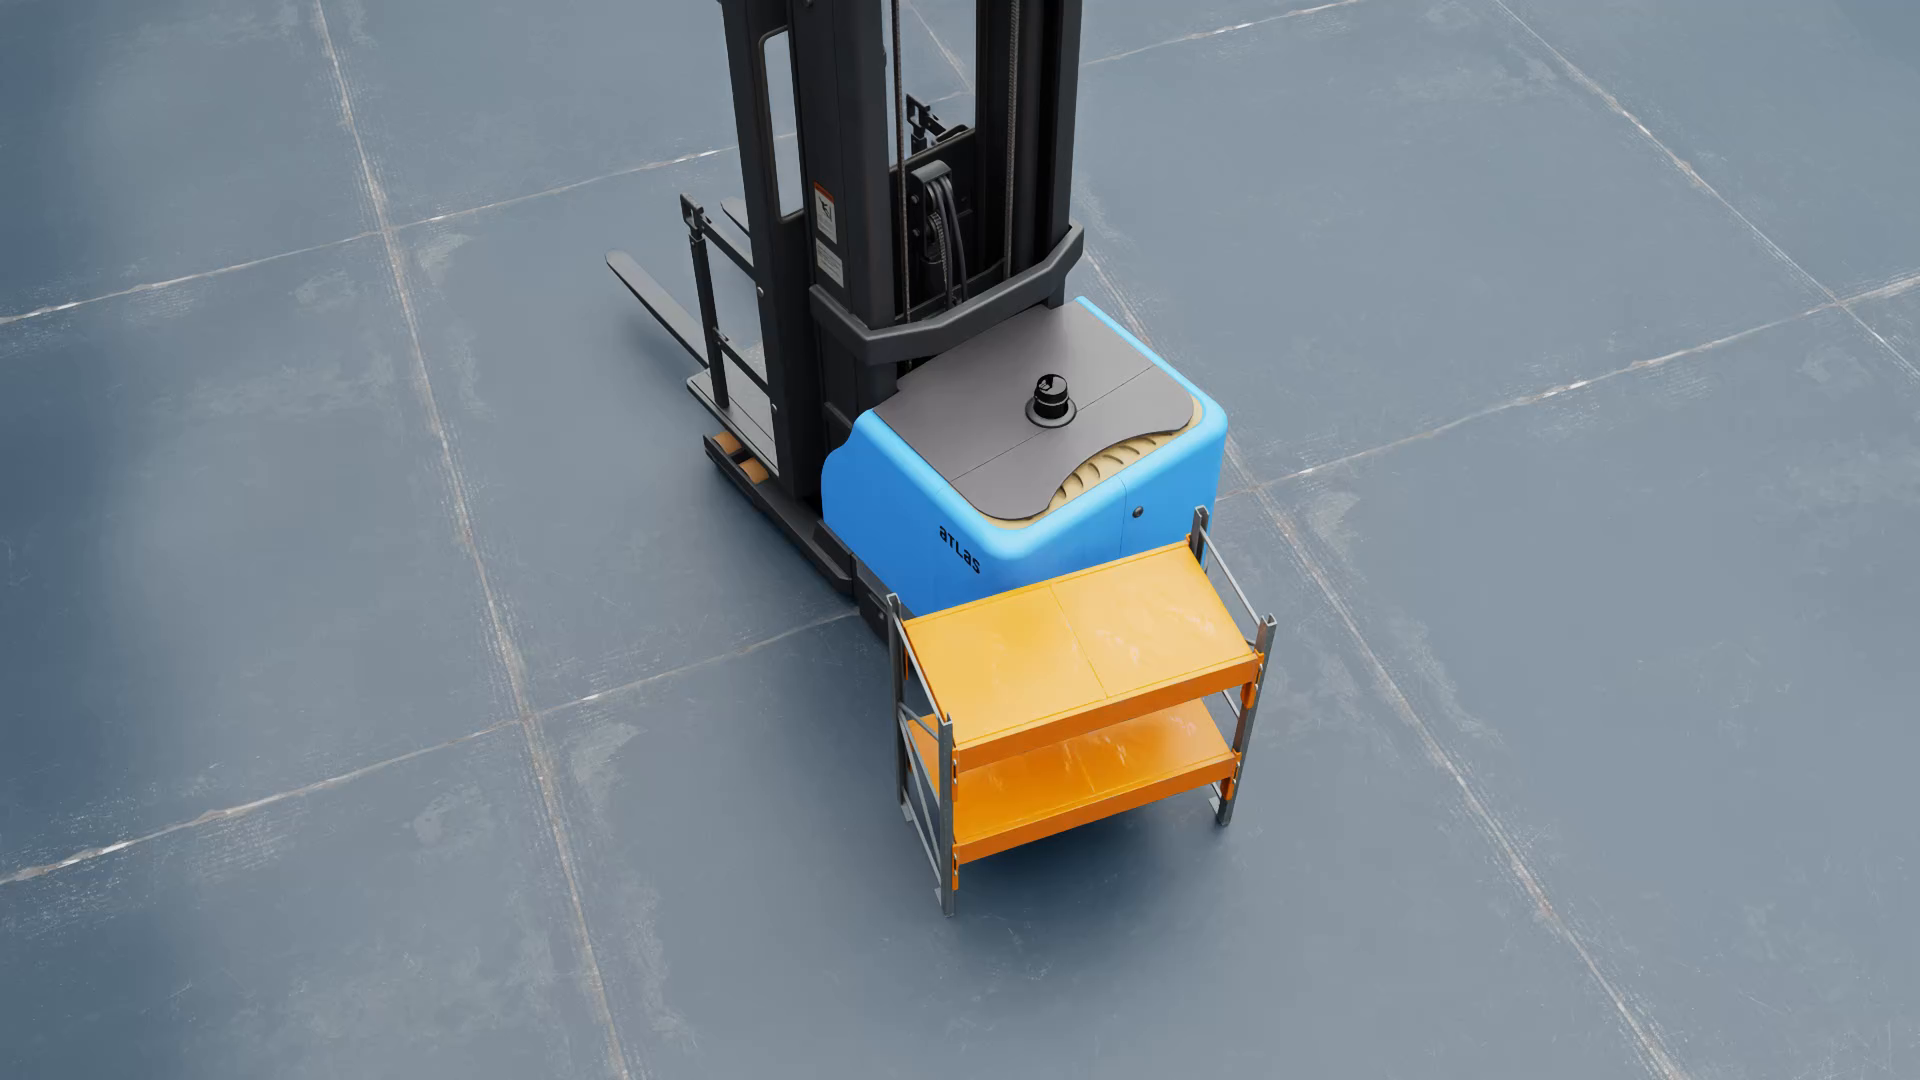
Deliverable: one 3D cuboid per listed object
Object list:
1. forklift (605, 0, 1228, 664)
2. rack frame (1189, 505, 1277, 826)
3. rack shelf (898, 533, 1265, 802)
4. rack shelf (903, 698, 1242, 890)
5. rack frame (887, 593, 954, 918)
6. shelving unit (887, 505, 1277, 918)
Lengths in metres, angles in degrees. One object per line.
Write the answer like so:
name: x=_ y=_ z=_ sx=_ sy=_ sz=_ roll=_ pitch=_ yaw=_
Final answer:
forklift: x=-0.387 y=-1.331 z=5.802 sx=1.130 sy=2.935 sz=3.031 roll=-31 pitch=56 yaw=-24
rack frame: x=0.834 y=0.438 z=5.473 sx=0.032 sy=1.125 sz=0.500 roll=-16 pitch=51 yaw=-13
rack shelf: x=0.357 y=0.381 z=5.136 sx=1.000 sy=0.278 sz=0.538 roll=-16 pitch=51 yaw=-13
rack shelf: x=0.357 y=0.731 z=5.544 sx=1.000 sy=0.278 sz=0.538 roll=-16 pitch=51 yaw=-13
rack frame: x=-0.120 y=0.705 z=5.244 sx=0.032 sy=1.125 sz=0.500 roll=-16 pitch=51 yaw=-13
shelving unit: x=0.357 y=0.572 z=5.358 sx=1.048 sy=1.125 sz=0.538 roll=-16 pitch=51 yaw=-13
